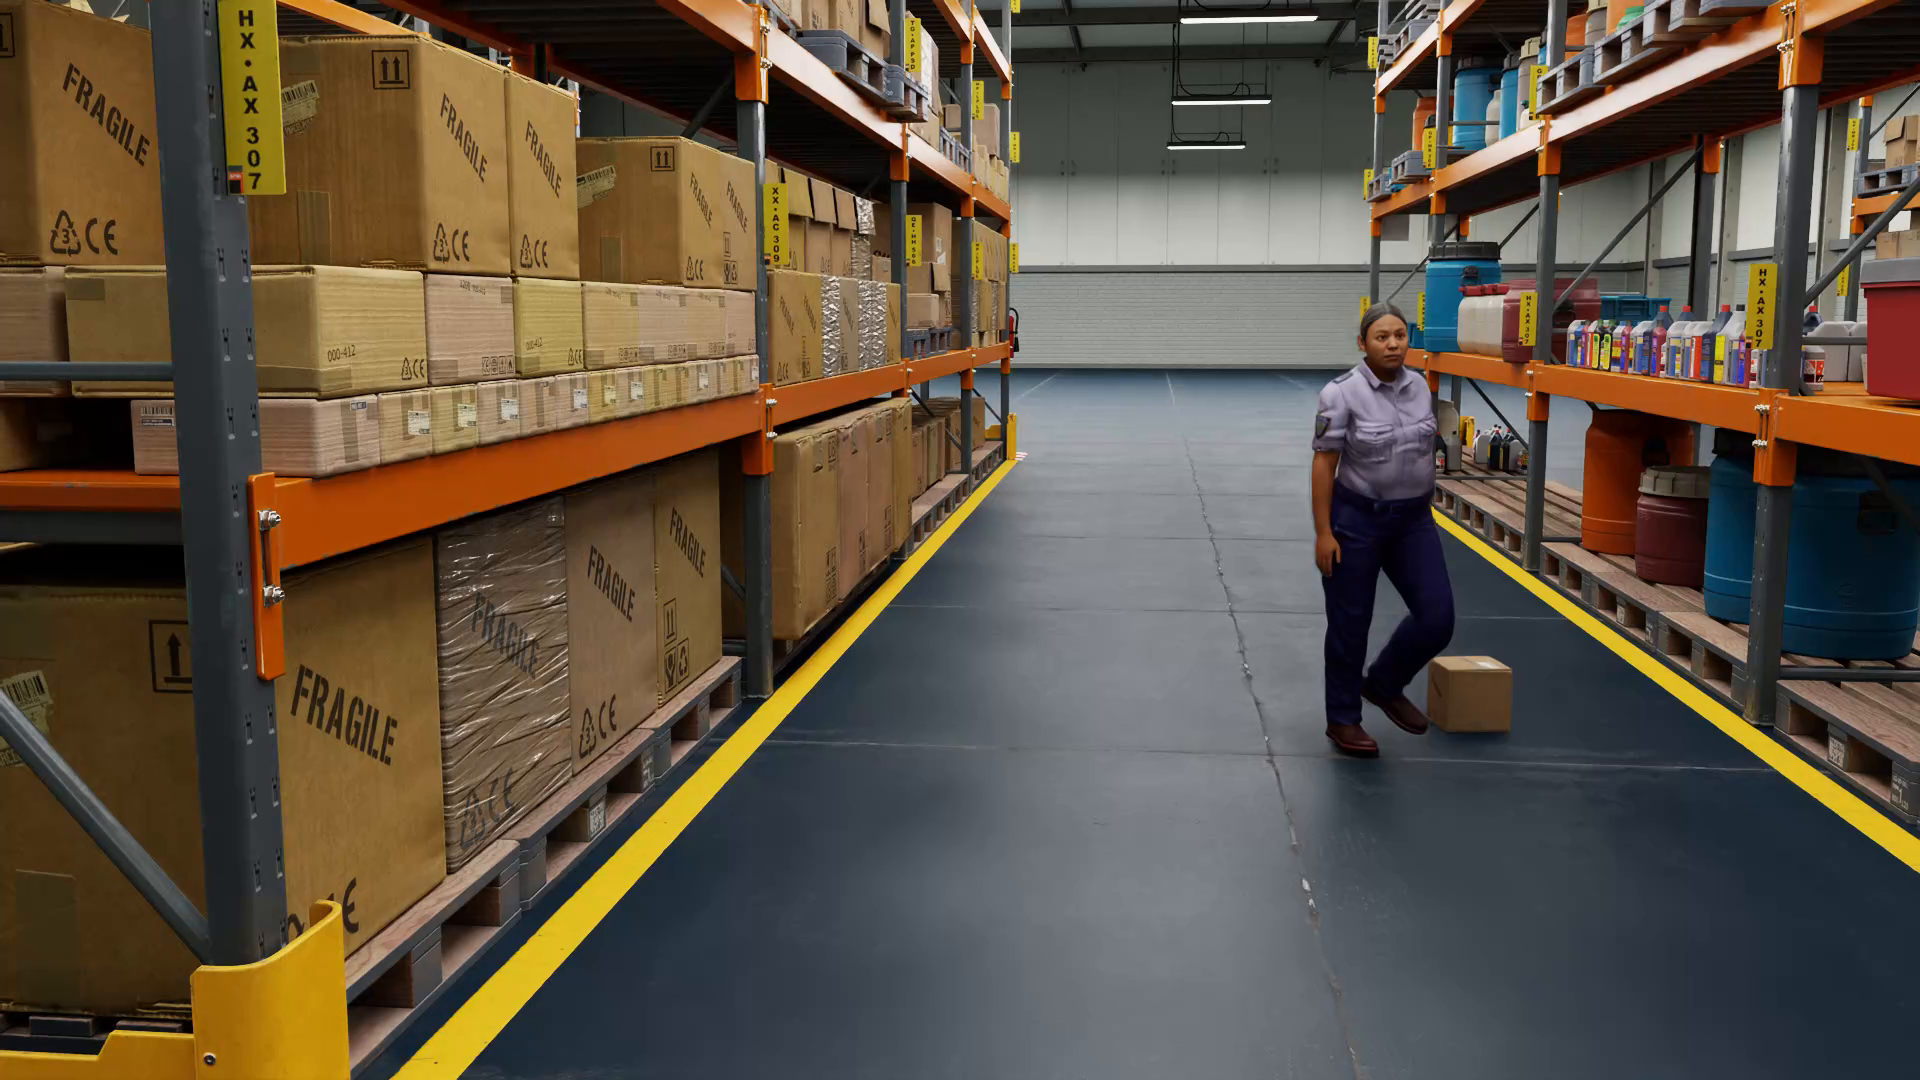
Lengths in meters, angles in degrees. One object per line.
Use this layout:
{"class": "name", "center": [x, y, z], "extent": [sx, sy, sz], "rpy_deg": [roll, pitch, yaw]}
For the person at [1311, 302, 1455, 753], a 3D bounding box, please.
{"class": "person", "center": [1.512, -0.034, 6.025], "extent": [0.541, 1.637, 0.454], "rpy_deg": [-2, 8, -16]}
